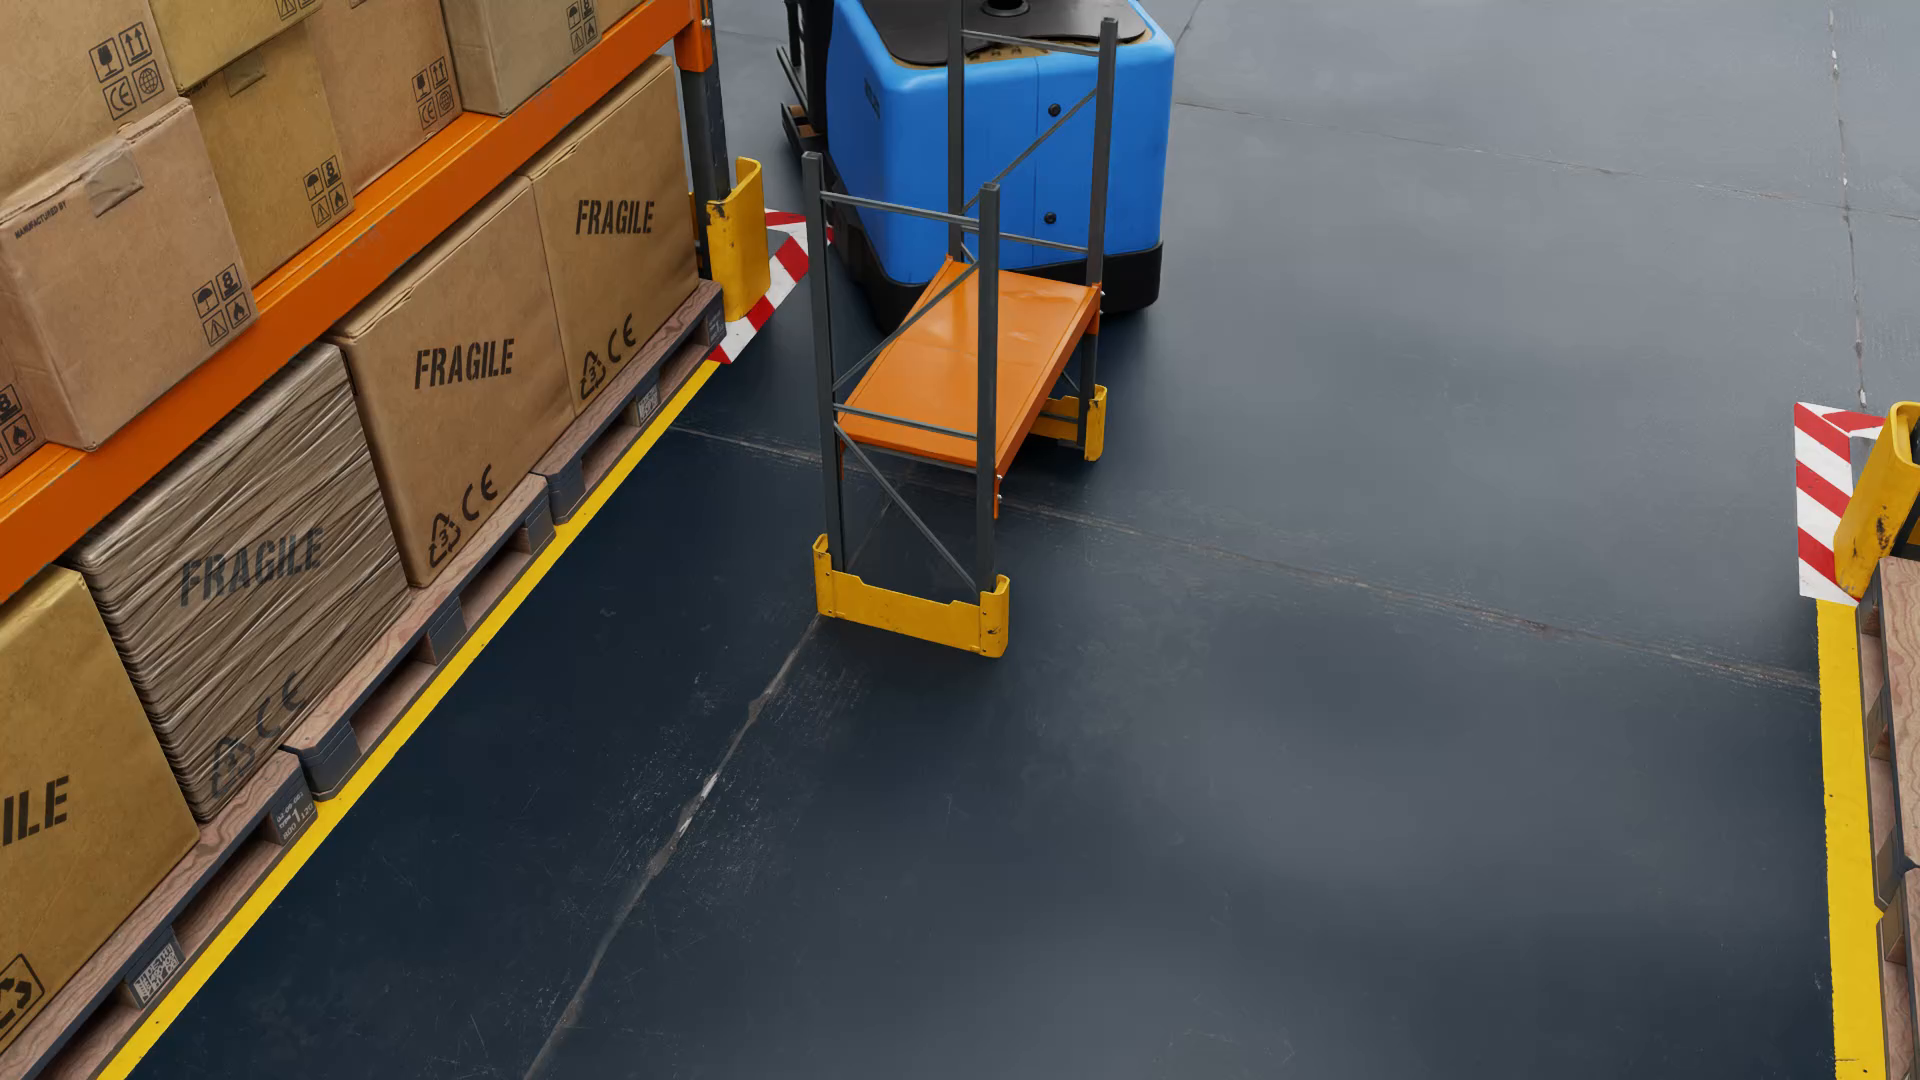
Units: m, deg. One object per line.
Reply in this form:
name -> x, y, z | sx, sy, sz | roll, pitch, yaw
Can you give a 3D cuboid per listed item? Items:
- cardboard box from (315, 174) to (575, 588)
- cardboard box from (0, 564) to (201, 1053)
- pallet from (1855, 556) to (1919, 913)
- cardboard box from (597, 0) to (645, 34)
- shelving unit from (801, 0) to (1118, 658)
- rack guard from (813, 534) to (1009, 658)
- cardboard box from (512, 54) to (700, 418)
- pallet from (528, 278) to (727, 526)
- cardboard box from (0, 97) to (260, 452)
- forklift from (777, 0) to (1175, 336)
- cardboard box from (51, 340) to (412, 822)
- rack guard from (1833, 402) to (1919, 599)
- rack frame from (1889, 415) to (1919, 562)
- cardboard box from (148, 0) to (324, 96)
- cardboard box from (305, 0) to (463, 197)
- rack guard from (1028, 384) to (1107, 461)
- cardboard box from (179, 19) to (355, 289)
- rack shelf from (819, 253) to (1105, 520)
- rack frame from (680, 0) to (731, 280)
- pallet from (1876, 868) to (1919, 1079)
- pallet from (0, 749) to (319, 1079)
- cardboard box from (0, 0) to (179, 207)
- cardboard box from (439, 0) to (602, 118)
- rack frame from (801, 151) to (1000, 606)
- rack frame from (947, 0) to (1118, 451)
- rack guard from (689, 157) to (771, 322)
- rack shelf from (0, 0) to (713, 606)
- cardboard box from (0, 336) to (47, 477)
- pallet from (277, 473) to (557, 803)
cardboard box -> -1.794, -0.547, 4.893 | 0.875, 0.875, 0.875 | 13, 42, 14
cardboard box -> -2.413, 0.559, 3.597 | 0.875, 0.875, 0.875 | 14, 42, 16
pallet -> 2.964, 0.596, 4.388 | 1.003, 0.211, 1.213 | 13, 42, 15
cardboard box -> -1.410, -1.982, 5.146 | 0.875, 0.550, 0.550 | 13, 42, 15
shelving unit -> 0.026, -0.617, 4.818 | 0.587, 1.500, 1.083 | 13, 42, 15
rack guard -> -0.144, 0.162, 4.867 | 0.587, 0.250, 0.087 | 13, 42, 15
cardboard box -> -1.495, -1.084, 5.523 | 0.875, 0.875, 0.875 | 14, 42, 15
pallet -> -1.525, -0.595, 5.785 | 1.003, 0.211, 1.213 | 13, 42, 15
cardboard box -> -2.116, -0.650, 3.585 | 0.875, 0.550, 0.550 | 13, 42, 15
forklift -> -0.148, -2.787, 6.259 | 1.130, 2.935, 3.031 | -10, 42, -12
cardboard box -> -2.108, 0.009, 4.242 | 0.875, 0.875, 0.875 | 14, 42, 15
rack guard -> 3.275, -0.001, 4.866 | 1.175, 0.500, 0.348 | 13, 42, 15
rack frame -> 3.301, -0.998, 4.109 | 1.000, 3.000, 0.127 | 13, 42, 15
cardboard box -> -1.968, -1.392, 3.622 | 0.875, 0.550, 0.500 | 13, 42, 15
cardboard box -> -1.887, -1.328, 4.379 | 0.875, 0.550, 0.550 | 13, 42, 15
rack guard -> 0.196, -0.445, 5.579 | 0.587, 0.250, 0.087 | 13, 42, 15
cardboard box -> -2.029, -0.995, 3.990 | 0.875, 0.550, 0.500 | 13, 42, 15
rack shelf -> 0.029, -0.486, 4.941 | 0.538, 0.185, 1.000 | 13, 42, 15
rack frame -> -1.326, -2.161, 5.472 | 1.000, 3.000, 0.127 | 13, 42, 15
pallet -> 2.545, 1.338, 3.519 | 1.003, 0.211, 1.213 | 13, 42, 15
pallet -> -2.360, 0.893, 4.040 | 1.003, 0.211, 1.213 | 13, 42, 15
cardboard box -> -2.142, -1.067, 3.241 | 0.875, 0.550, 0.550 | 13, 42, 15
cardboard box -> -1.577, -1.641, 4.747 | 0.875, 0.550, 0.550 | 13, 42, 15
rack frame -> -0.145, -0.313, 4.461 | 0.500, 1.500, 0.032 | 13, 42, 15
rack frame -> 0.203, -0.933, 5.188 | 0.500, 1.500, 0.032 | 13, 42, 15
rack guard -> -1.317, -1.225, 6.300 | 1.175, 0.500, 0.348 | 13, 42, 15
rack shelf -> -2.009, -0.667, 4.275 | 1.077, 0.370, 4.000 | 13, 42, 15
cardboard box -> -2.412, -0.346, 3.229 | 0.875, 0.550, 0.550 | 13, 42, 15
pallet -> -1.944, 0.147, 4.916 | 1.003, 0.211, 1.213 | 13, 42, 15
